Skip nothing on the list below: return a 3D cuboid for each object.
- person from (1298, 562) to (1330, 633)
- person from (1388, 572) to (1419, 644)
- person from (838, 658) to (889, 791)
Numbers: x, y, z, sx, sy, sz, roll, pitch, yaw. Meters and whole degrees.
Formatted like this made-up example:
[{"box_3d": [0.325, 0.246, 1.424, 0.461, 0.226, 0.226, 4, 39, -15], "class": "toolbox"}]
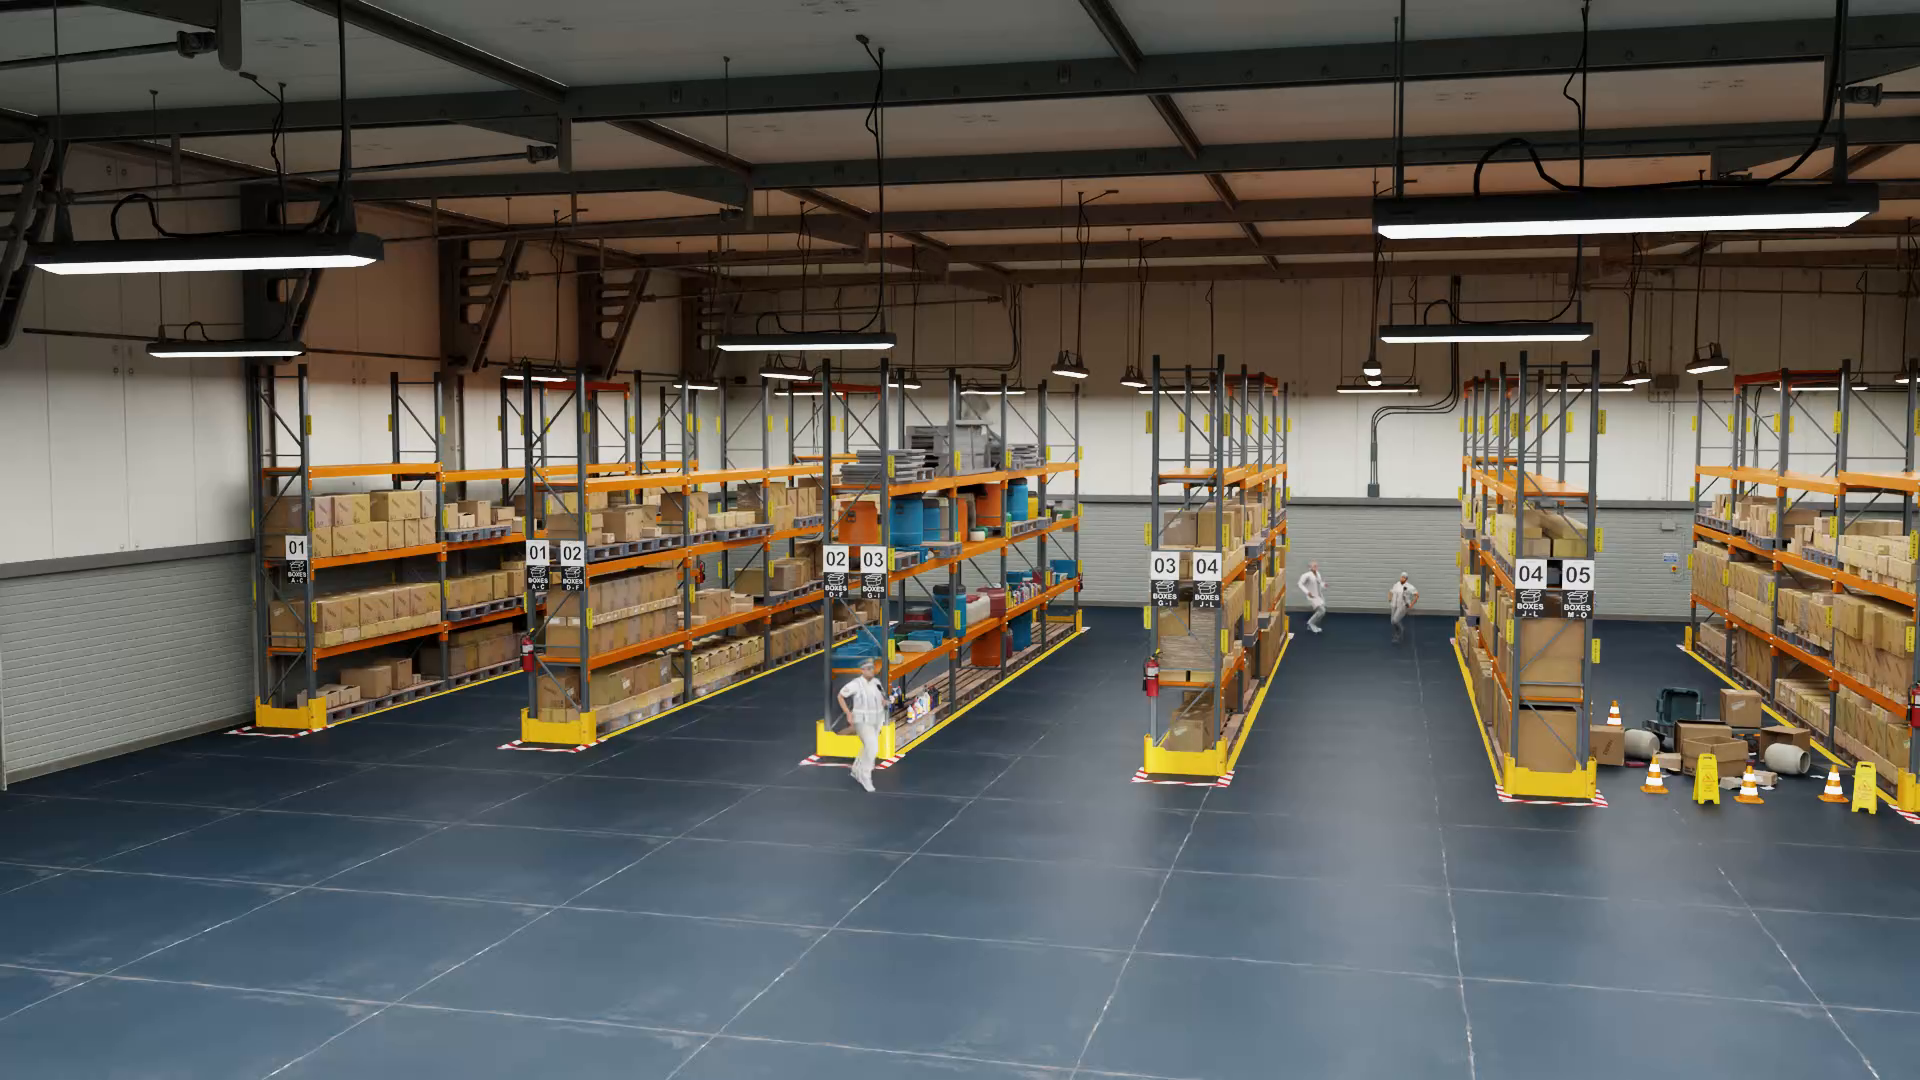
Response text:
[{"box_3d": [8.554, 1.389, 40.011, 0.653, 1.734, 0.715, 3, 5, 41], "class": "person"}, {"box_3d": [10.122, 1.567, 38.169, 0.604, 1.660, 0.666, -3, 5, -41], "class": "person"}, {"box_3d": [-1.276, 2.544, 22.966, 0.764, 1.844, 0.632, 3, 5, 39], "class": "person"}]
